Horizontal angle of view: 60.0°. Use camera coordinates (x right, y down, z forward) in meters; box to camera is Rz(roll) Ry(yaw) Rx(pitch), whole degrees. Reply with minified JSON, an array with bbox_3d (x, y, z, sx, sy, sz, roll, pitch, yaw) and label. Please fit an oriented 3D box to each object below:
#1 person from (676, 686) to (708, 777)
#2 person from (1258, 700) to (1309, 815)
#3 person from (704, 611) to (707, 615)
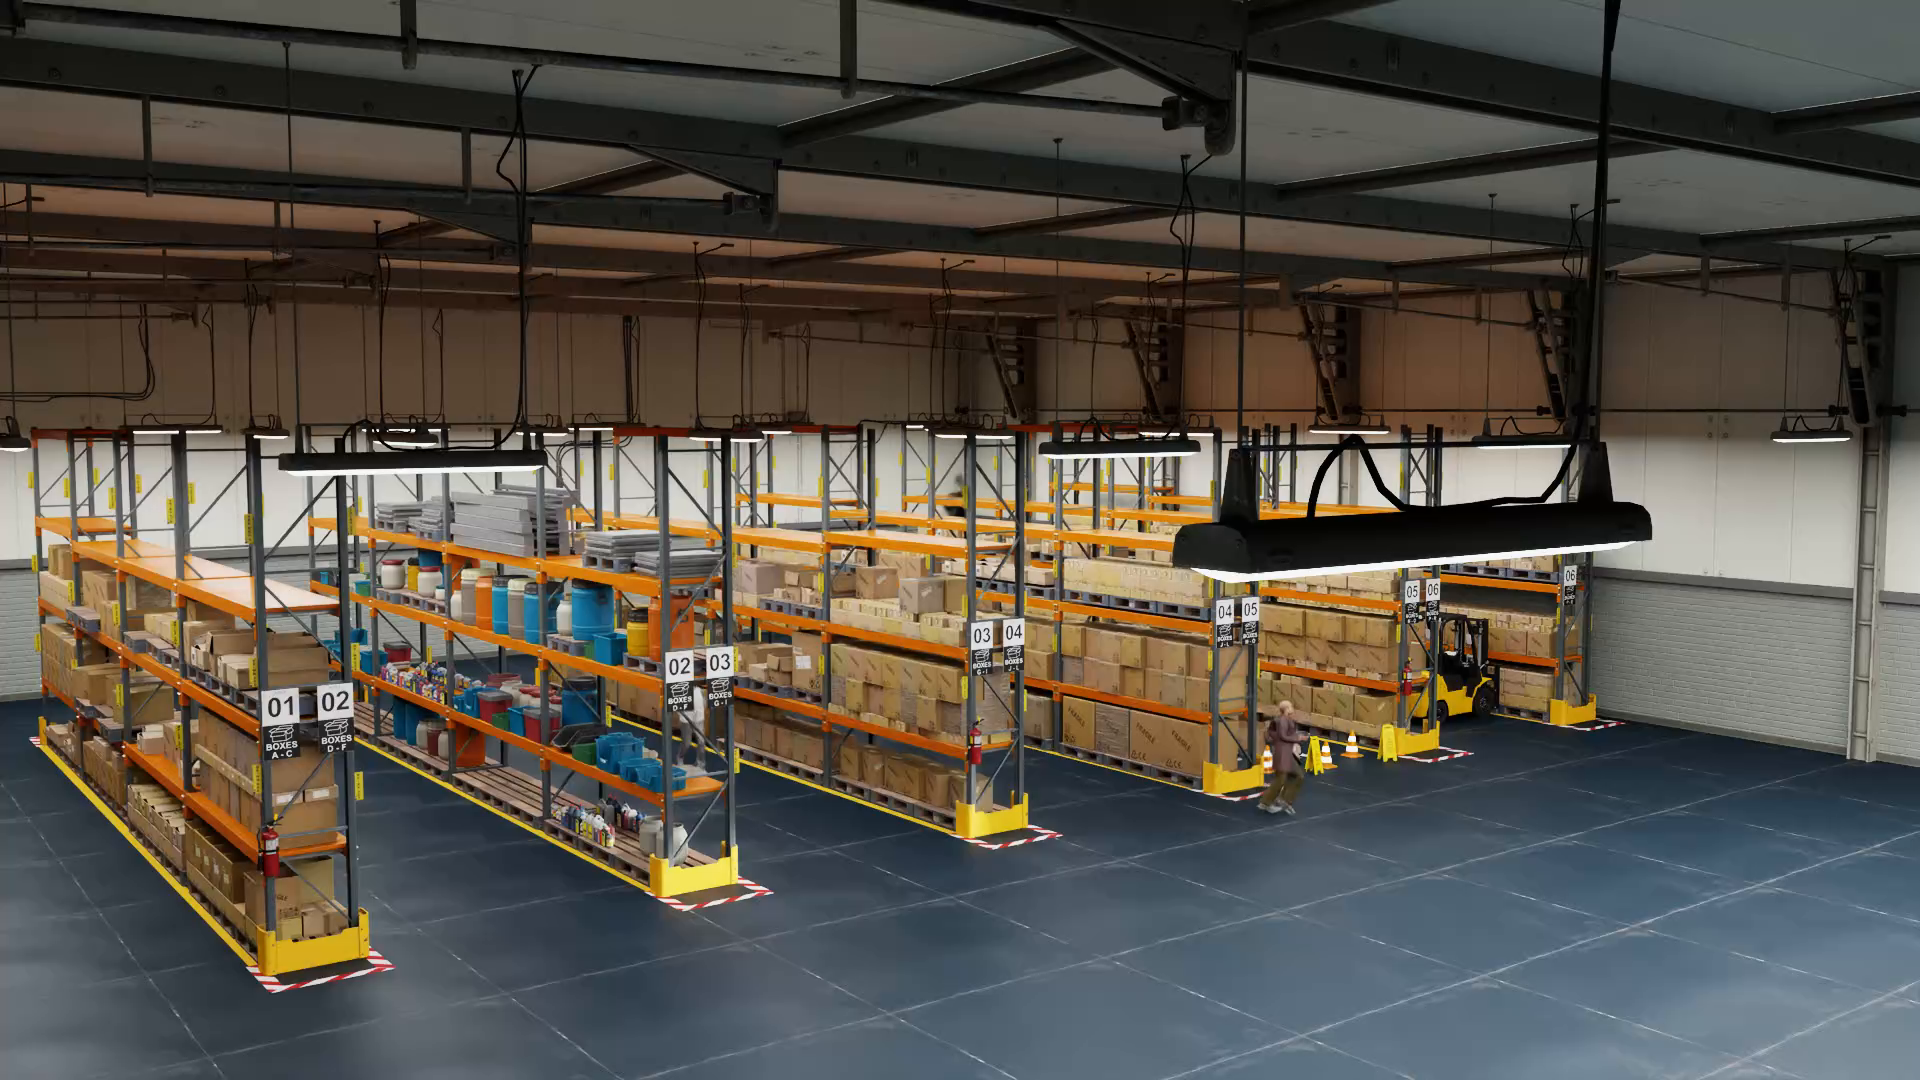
[{"bbox_3d":[-4.671,3.180,29.004,0.663,1.795,0.908,-2,5,-29],"label":"person"},{"bbox_3d":[5.106,3.421,26.172,0.760,1.791,0.712,1,5,17],"label":"person"},{"bbox_3d":[-6.108,2.319,40.656,0.598,1.694,0.784,2,5,27],"label":"person"}]
